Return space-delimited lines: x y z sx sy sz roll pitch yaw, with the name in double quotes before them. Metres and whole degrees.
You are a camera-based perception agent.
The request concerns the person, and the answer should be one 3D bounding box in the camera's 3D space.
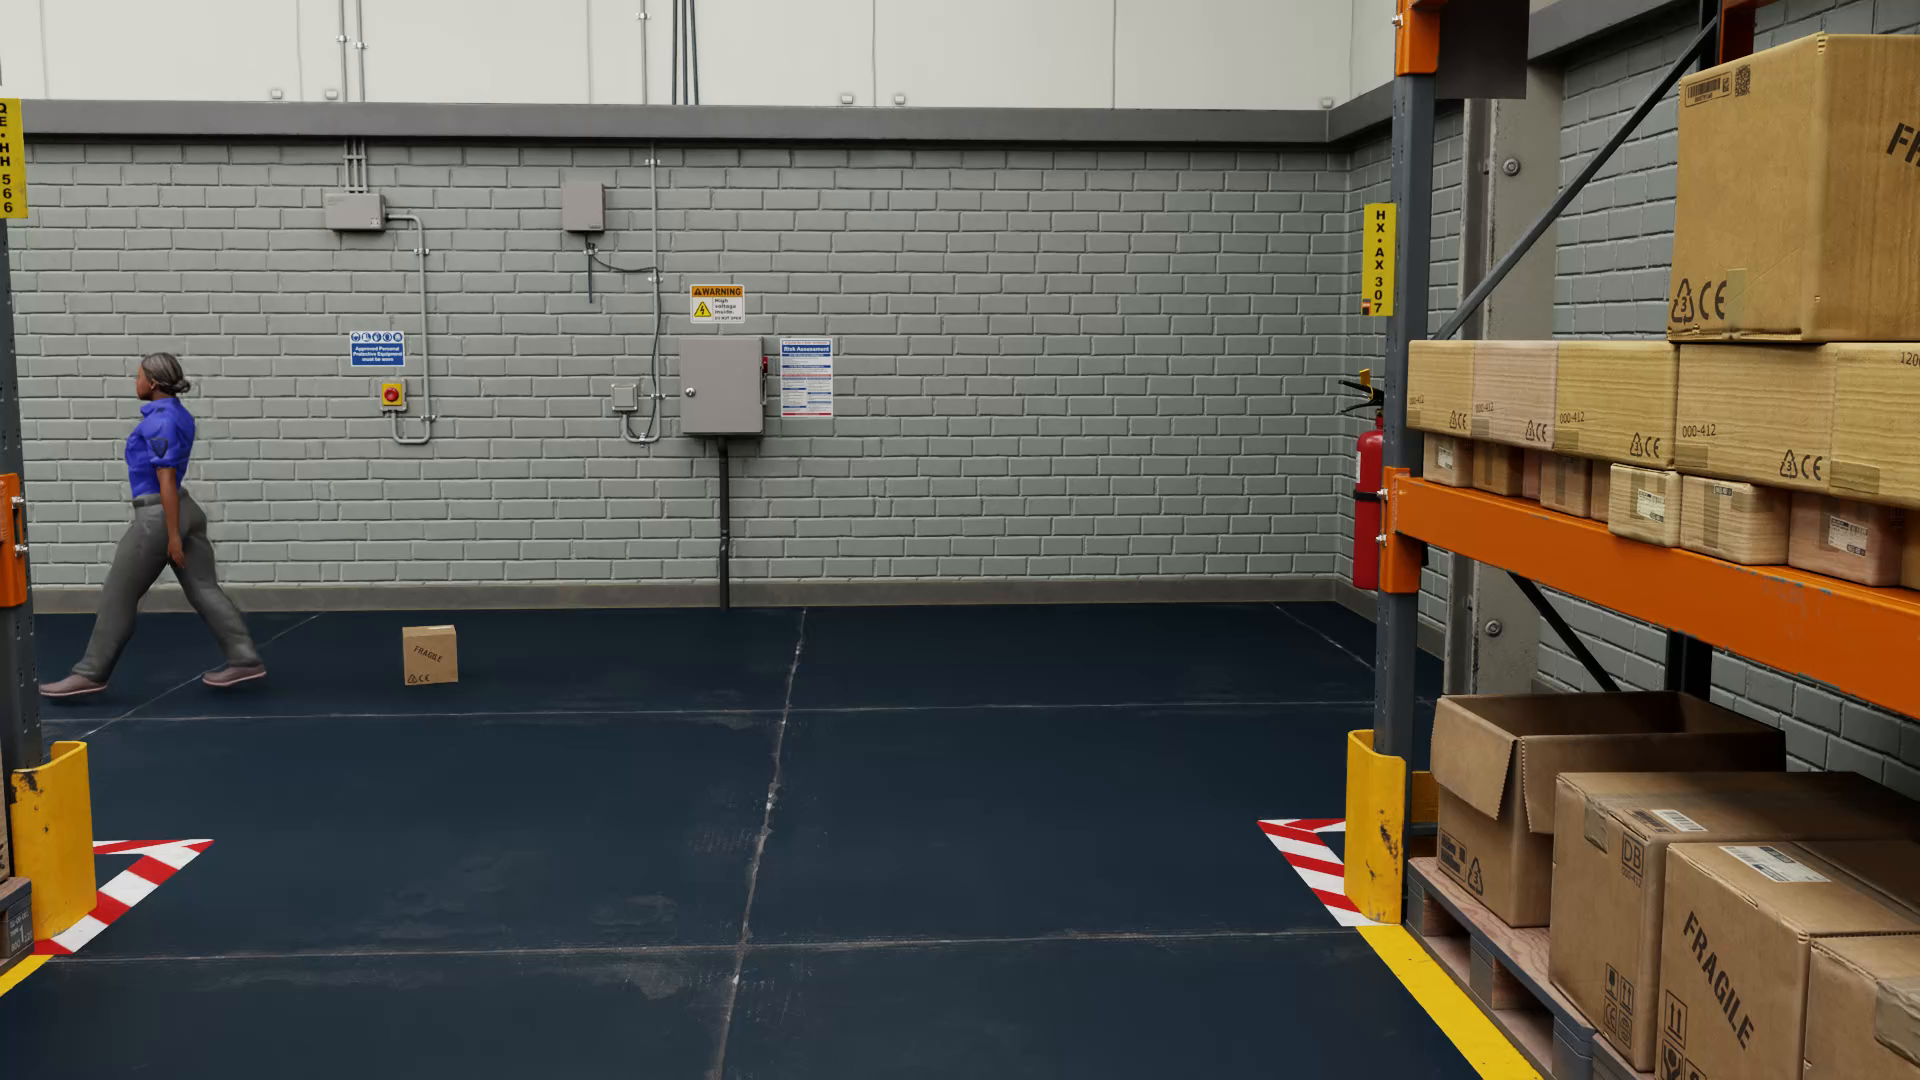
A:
"person" -3.832 -0.082 7.852 0.964 1.598 0.482 0 7 -4
